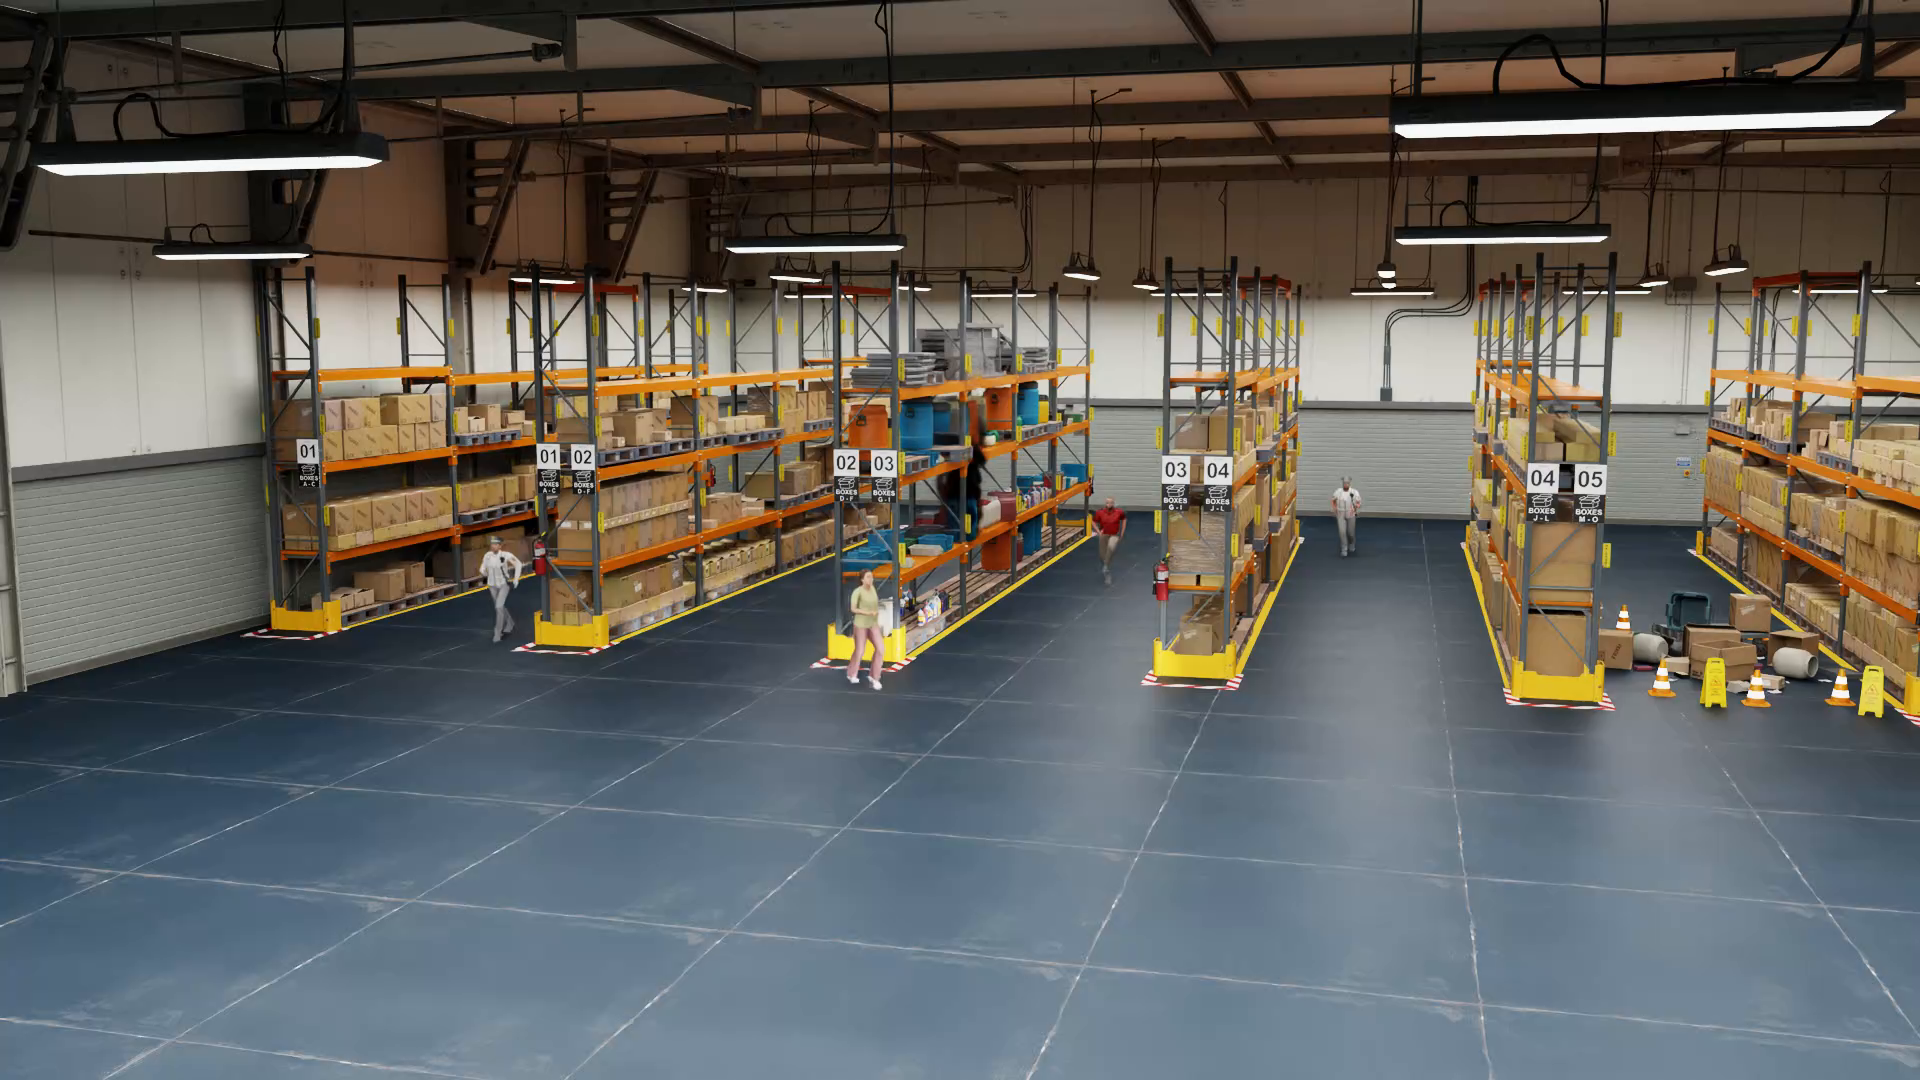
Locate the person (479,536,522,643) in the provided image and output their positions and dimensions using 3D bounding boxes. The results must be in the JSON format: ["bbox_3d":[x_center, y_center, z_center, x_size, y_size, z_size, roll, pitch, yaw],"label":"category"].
[{"bbox_3d":[-7.455,0.769,26.957,0.634,1.723,0.862,2,7,13],"label":"person"}]

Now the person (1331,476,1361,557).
[{"bbox_3d":[8.555,-0.544,36.904,0.676,1.769,0.722,2,8,17],"label":"person"}]

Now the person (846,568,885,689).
[{"bbox_3d":[-1.317,1.244,23.255,0.591,1.725,0.719,-6,10,-41],"label":"person"}]

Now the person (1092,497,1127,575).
[{"bbox_3d":[2.947,-0.062,32.914,0.686,1.601,0.953,1,7,7],"label":"person"}]
